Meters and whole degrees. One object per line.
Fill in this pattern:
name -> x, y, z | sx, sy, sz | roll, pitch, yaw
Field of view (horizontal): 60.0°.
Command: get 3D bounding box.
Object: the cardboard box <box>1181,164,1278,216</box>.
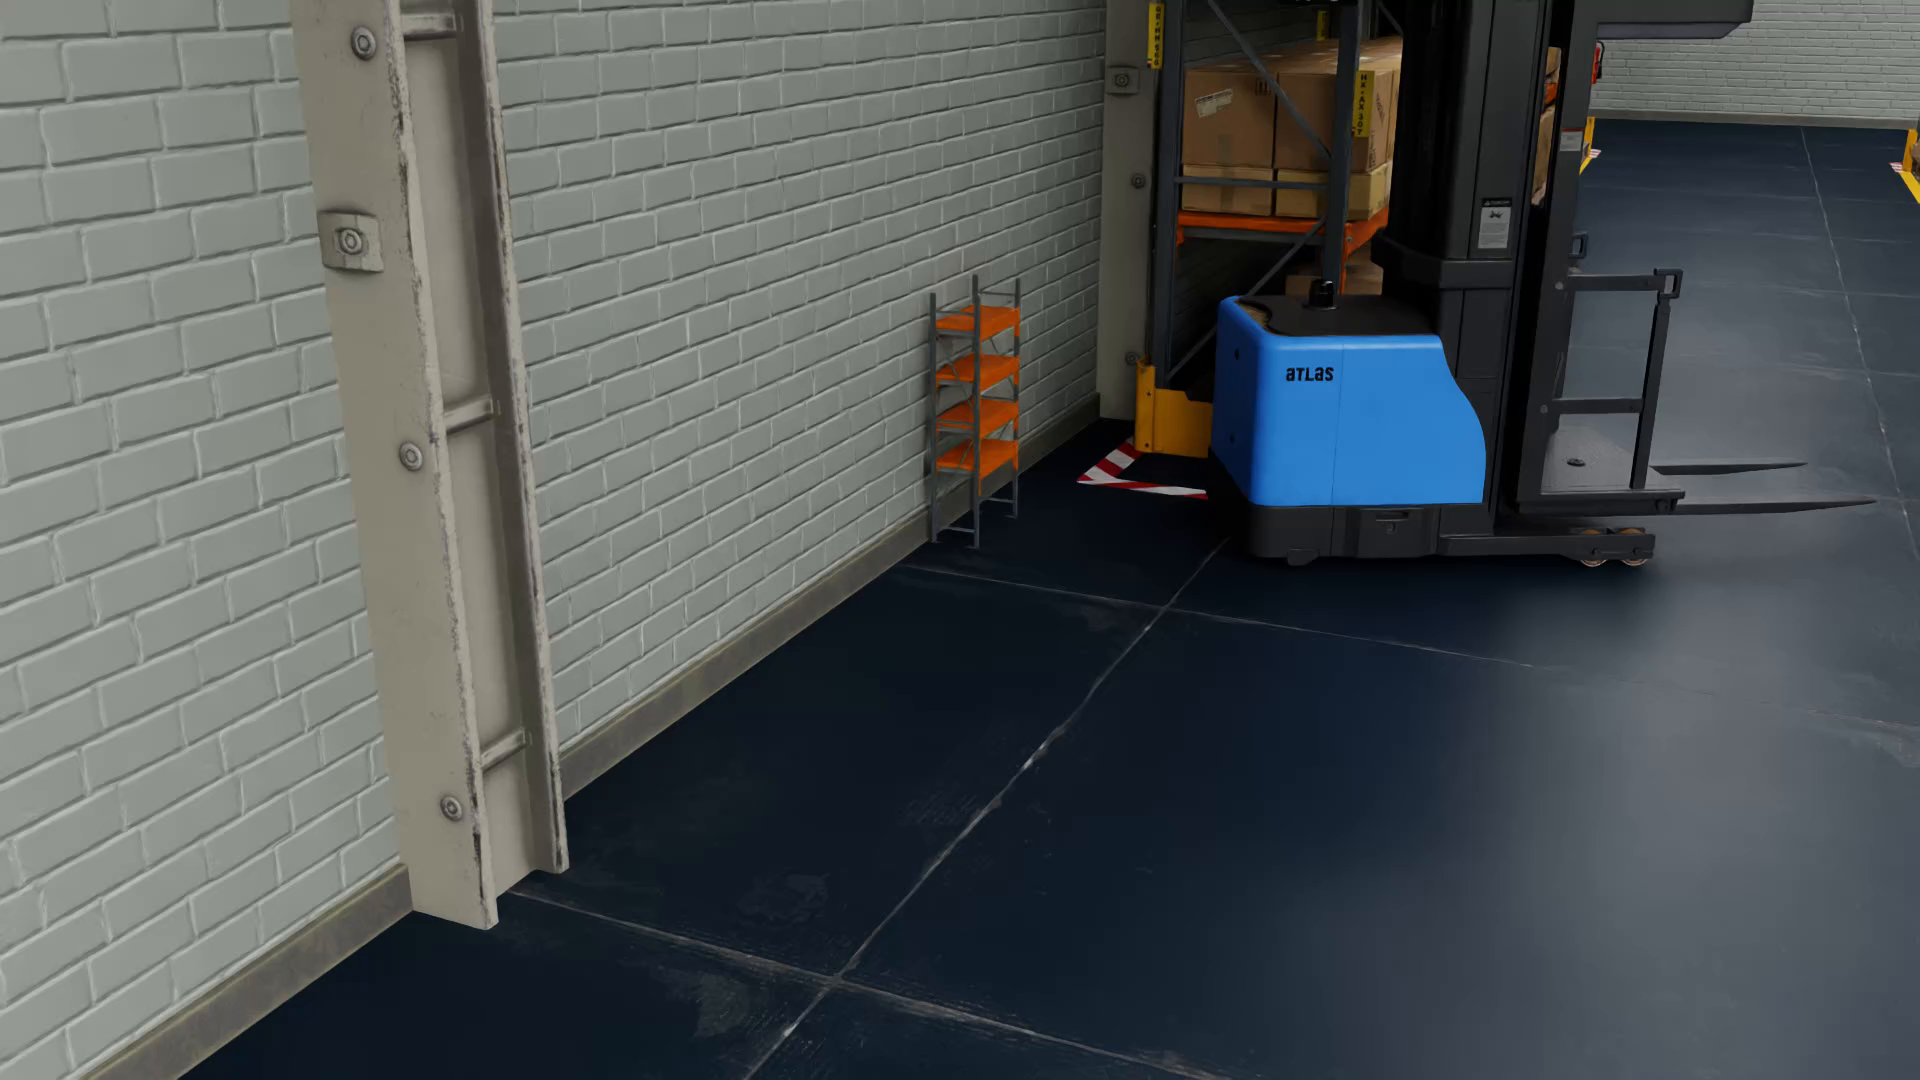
cardboard box -> 1.550, -1.977, 9.246 | 0.500, 0.250, 0.500 | 9, 21, 23

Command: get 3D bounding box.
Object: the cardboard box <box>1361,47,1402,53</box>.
cardboard box -> 2.847, -2.891, 10.697 | 0.500, 0.500, 0.500 | 8, 21, 21

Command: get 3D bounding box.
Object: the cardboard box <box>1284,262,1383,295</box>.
cardboard box -> 2.481, -1.489, 10.754 | 0.700, 0.500, 0.500 | 7, 21, 19

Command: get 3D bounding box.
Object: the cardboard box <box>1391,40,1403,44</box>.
cardboard box -> 3.262, -3.197, 11.557 | 0.500, 0.500, 0.500 | 8, 21, 23

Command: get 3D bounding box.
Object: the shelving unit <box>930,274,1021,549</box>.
shelving unit -> 0.075, -0.615, 7.908 | 0.258, 1.200, 0.503 | 8, 21, 22

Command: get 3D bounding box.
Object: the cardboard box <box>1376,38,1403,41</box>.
cardboard box -> 3.413, -3.497, 12.520 | 0.700, 0.500, 0.500 | 9, 21, 23

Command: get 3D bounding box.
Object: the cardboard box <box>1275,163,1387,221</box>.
cardboard box -> 2.025, -1.913, 9.067 | 0.500, 0.250, 0.500 | 8, 21, 21

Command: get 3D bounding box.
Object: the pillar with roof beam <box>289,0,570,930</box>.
pillar with roof beam -> 2.504, -2.603, 1.860 | 9.100, 9.000, 0.400 | 9, 21, 23

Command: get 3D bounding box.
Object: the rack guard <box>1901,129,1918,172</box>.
rack guard -> 12.577, -4.881, 20.946 | 1.175, 0.500, 0.348 | 9, 21, 23

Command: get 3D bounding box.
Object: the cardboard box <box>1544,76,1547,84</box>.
cardboard box -> 6.009, -4.904, 17.627 | 0.380, 0.149, 0.250 | 8, 21, 21

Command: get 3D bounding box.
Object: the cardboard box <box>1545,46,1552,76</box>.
cardboard box -> 5.671, -4.935, 16.746 | 0.500, 0.500, 0.500 | 8, 21, 22

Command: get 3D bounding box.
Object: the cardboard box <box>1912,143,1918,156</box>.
cardboard box -> 12.123, -4.865, 20.770 | 0.380, 0.149, 0.250 | 9, 21, 23

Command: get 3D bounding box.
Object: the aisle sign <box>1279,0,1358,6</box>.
aisle sign -> 1.780, -3.031, 8.135 | 0.394, 0.787, 0.004 | 9, 21, 23

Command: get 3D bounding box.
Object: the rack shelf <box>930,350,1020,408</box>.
rack shelf -> 0.076, -0.763, 7.856 | 0.258, 0.148, 0.480 | 8, 21, 22

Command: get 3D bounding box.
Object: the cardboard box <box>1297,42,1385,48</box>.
cardboard box -> 2.575, -3.111, 11.316 | 0.500, 0.500, 0.500 | 8, 21, 22

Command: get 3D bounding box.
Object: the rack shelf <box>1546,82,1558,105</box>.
rack shelf -> 5.631, -4.587, 17.464 | 1.077, 0.370, 4.000 | 9, 21, 23

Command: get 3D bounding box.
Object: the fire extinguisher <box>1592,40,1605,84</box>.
fire extinguisher -> 8.570, -6.531, 22.528 | 0.296, 0.674, 0.183 | 9, 21, 23

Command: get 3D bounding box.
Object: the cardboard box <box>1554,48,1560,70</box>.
cardboard box -> 6.077, -5.249, 17.628 | 0.500, 0.500, 0.500 | 9, 21, 23

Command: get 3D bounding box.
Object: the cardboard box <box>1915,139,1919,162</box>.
cardboard box -> 11.922, -4.713, 20.192 | 0.500, 0.250, 0.500 | 9, 21, 23

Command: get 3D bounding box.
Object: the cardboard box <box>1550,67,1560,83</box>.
cardboard box -> 6.286, -5.044, 18.021 | 0.380, 0.149, 0.250 | 9, 21, 23

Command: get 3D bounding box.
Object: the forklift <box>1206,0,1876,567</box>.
forklift -> 2.781, -1.436, 7.632 | 3.031, 2.935, 1.130 | -1, 20, -3

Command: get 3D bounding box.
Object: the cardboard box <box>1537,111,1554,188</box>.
cardboard box -> 5.941, -4.234, 17.978 | 0.750, 0.750, 0.750 | 9, 22, 24

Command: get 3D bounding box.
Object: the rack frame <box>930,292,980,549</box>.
rack frame -> -0.022, -0.540, 7.697 | 0.240, 1.200, 0.015 | 8, 21, 22

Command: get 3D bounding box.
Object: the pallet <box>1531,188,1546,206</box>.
pallet -> 5.704, -3.603, 17.785 | 1.003, 0.211, 1.213 | 9, 21, 23

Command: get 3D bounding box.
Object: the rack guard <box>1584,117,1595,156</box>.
rack guard -> 8.097, -5.590, 22.940 | 1.175, 0.500, 0.348 | 9, 21, 23

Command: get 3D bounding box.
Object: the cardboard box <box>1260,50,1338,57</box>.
cardboard box -> 2.164, -2.800, 10.439 | 0.500, 0.500, 0.500 | 9, 21, 23

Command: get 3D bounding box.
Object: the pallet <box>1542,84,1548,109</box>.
pallet -> 4.617, -3.992, 15.003 | 1.213, 0.211, 1.003 | 9, 21, 23

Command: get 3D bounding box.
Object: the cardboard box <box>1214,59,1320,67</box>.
cardboard box -> 1.750, -2.487, 9.560 | 0.500, 0.500, 0.500 | 9, 21, 23

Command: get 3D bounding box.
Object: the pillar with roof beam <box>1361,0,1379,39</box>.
pillar with roof beam -> 7.418, -6.272, 12.175 | 9.100, 9.000, 0.400 | 9, 21, 23

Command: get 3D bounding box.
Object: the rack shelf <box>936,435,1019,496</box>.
rack shelf -> 0.075, -0.365, 7.997 | 0.258, 0.148, 0.480 | 8, 21, 22

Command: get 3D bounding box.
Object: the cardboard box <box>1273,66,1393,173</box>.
cardboard box -> 2.005, -2.266, 8.938 | 0.500, 0.500, 0.500 | 9, 21, 23

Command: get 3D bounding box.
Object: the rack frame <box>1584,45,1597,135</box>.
rack frame -> 8.088, -6.760, 22.501 | 1.000, 3.000, 0.127 | 9, 21, 23

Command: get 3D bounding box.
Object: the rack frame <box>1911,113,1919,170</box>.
rack frame -> 12.608, -6.082, 20.593 | 1.000, 3.000, 0.127 | 9, 21, 23

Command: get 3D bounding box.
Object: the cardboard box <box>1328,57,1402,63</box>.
cardboard box -> 2.434, -2.573, 9.801 | 0.500, 0.500, 0.500 | 8, 21, 21

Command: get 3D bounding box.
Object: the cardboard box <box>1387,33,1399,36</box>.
cardboard box -> 3.890, -3.873, 13.576 | 0.700, 0.500, 0.500 | 12, 23, 30

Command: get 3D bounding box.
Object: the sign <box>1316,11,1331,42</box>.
sign -> 2.666, -3.712, 12.203 | 0.100, 0.325, 0.005 | 9, 21, 23
